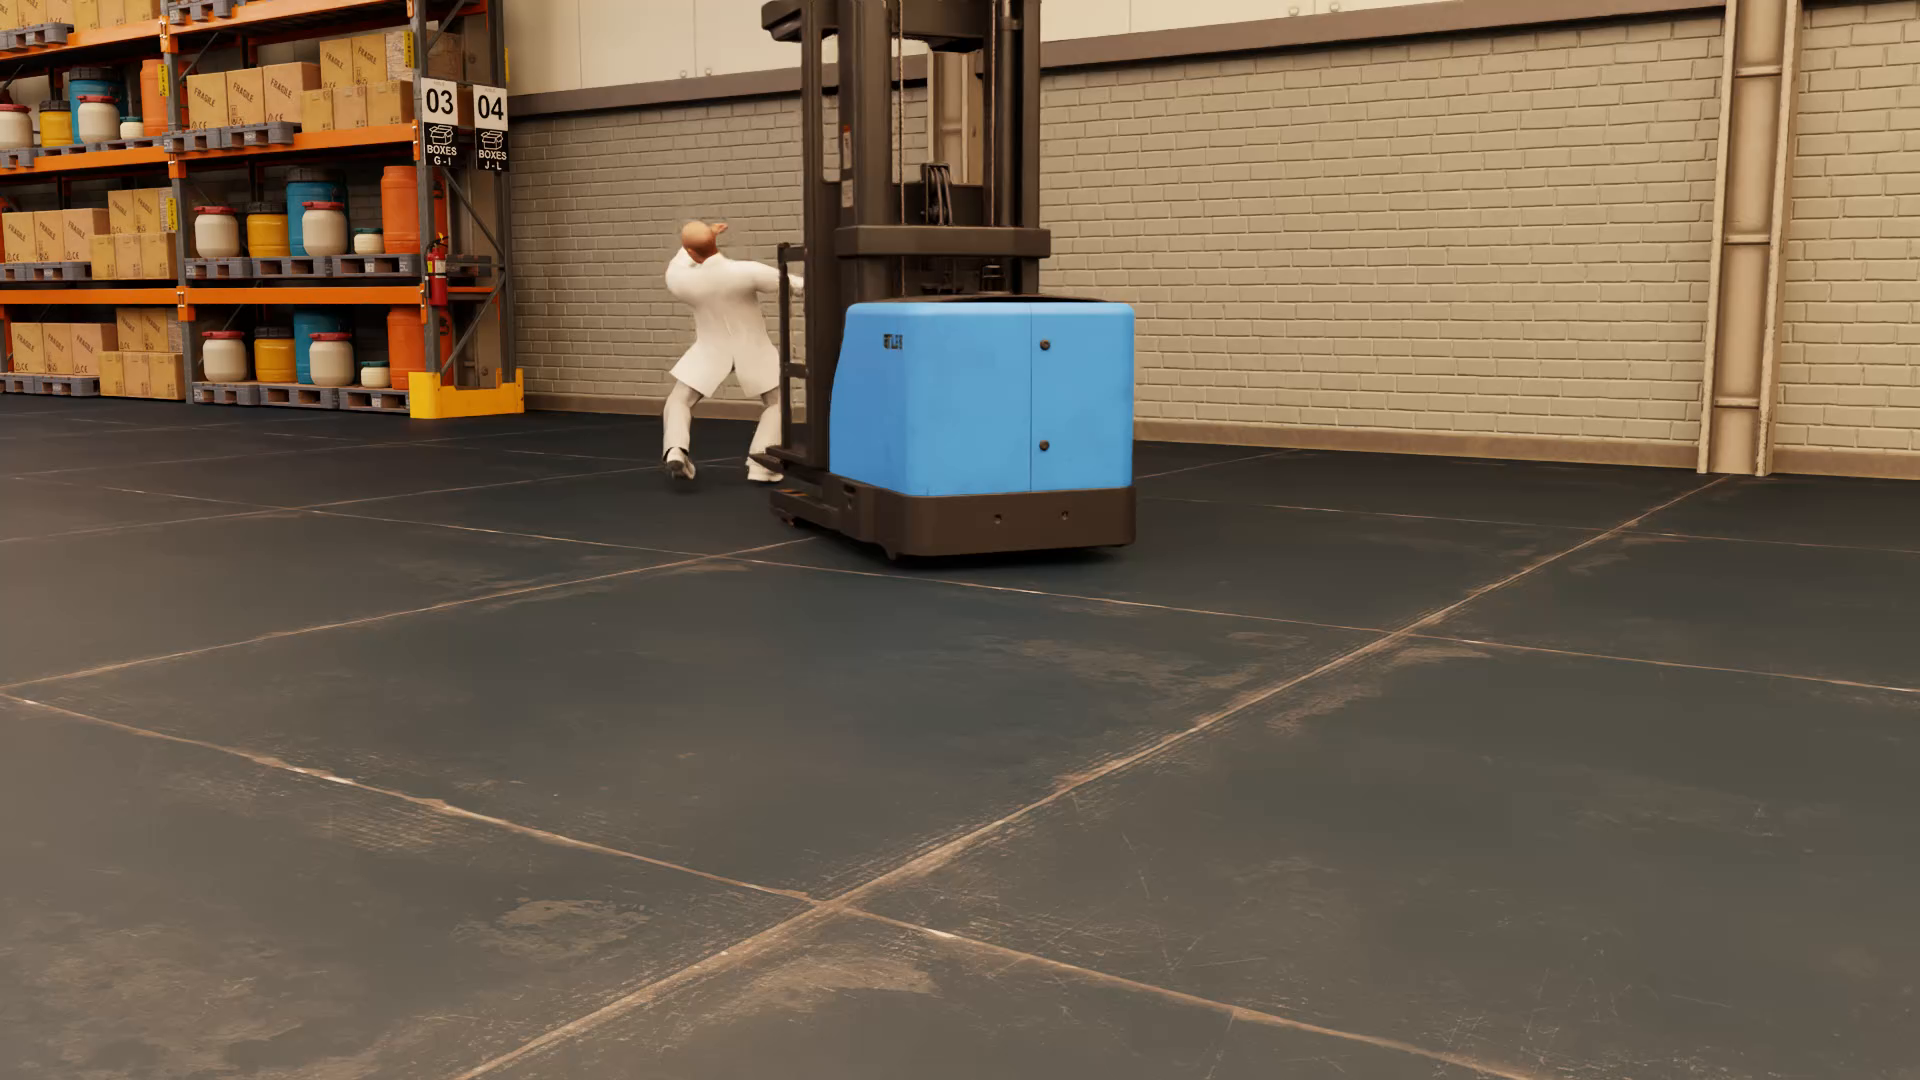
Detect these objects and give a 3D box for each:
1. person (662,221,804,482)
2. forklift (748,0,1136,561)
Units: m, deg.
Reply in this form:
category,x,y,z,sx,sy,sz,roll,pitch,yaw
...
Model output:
category,x,y,z,sx,sy,sz,roll,pitch,yaw
person,-1.218,-1.106,9.847,1.099,1.547,0.805,-1,8,-10
forklift,-0.297,-1.534,7.983,1.130,2.935,3.031,-3,9,-23
